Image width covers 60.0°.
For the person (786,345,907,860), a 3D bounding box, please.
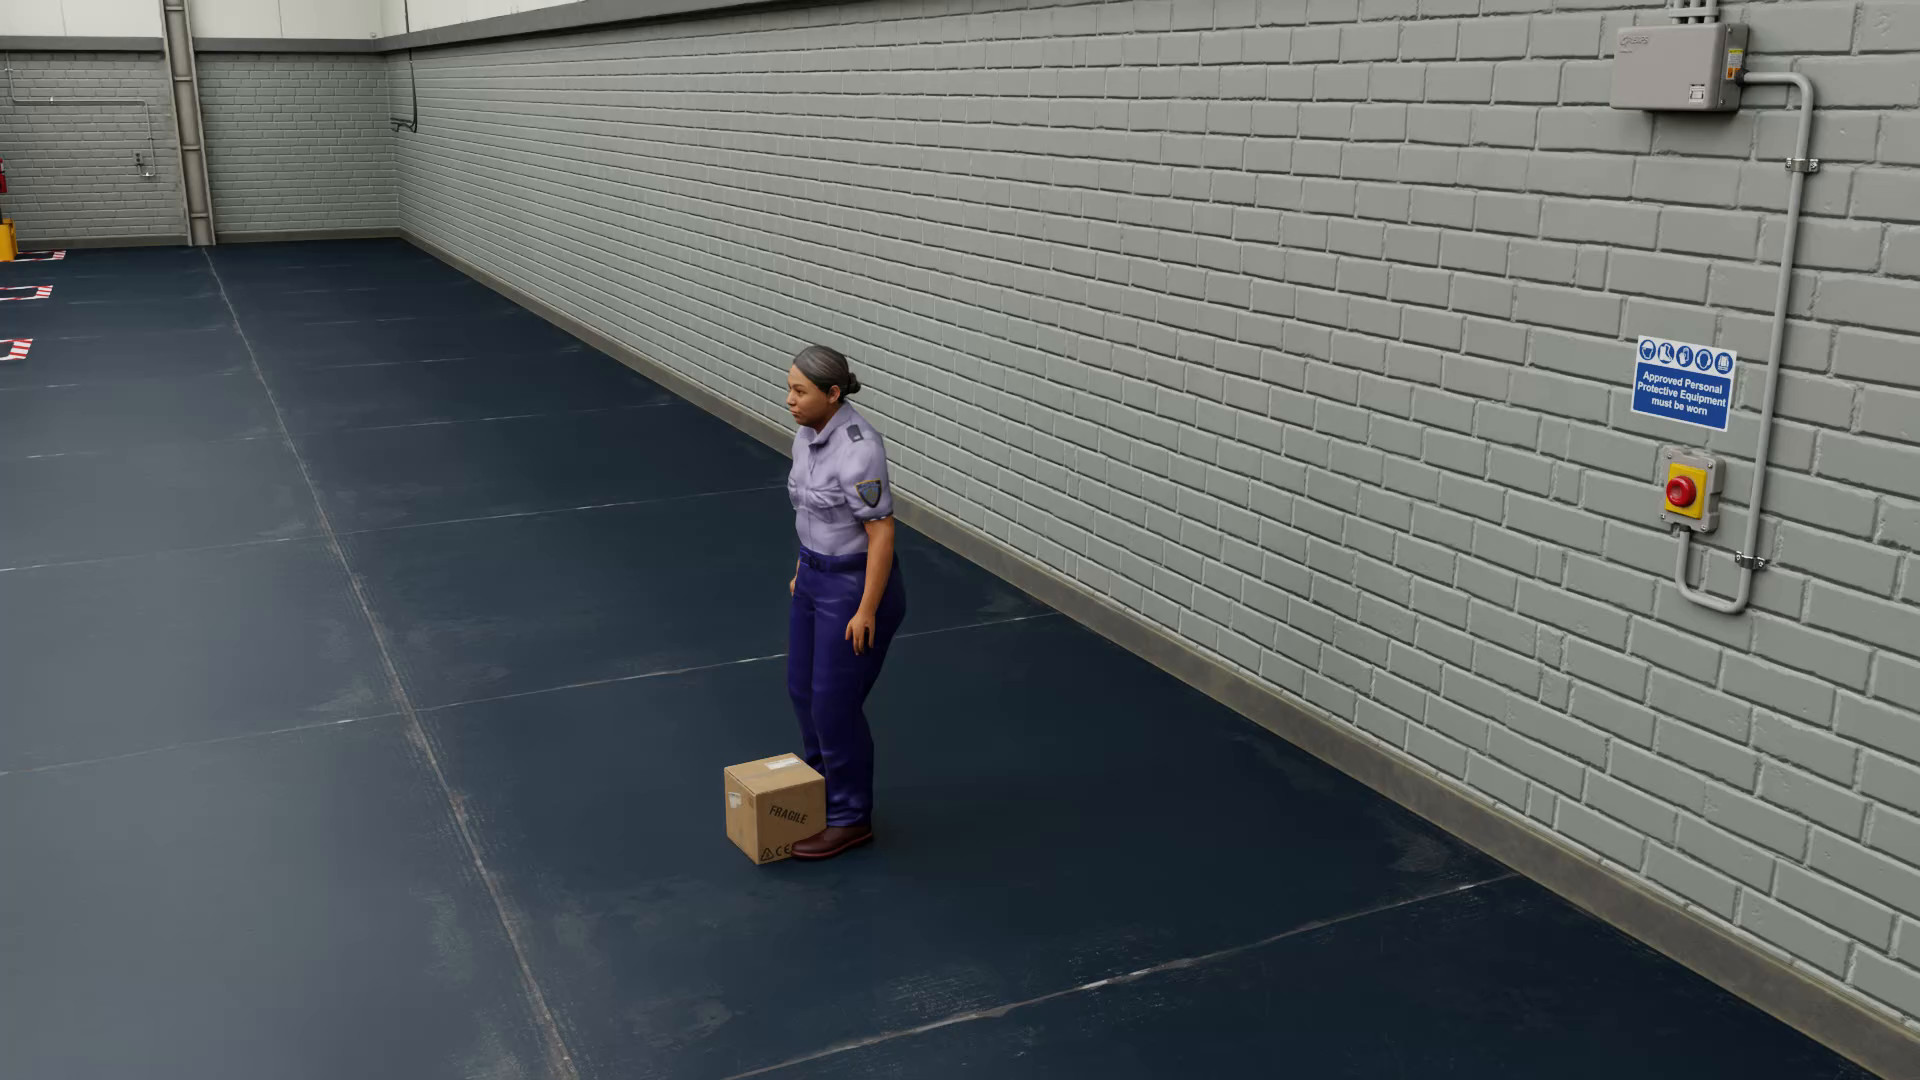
[{"bbox_3d":[-0.420,0.185,5.373,0.425,1.647,0.557,-8,17,-28],"label":"person"}]
